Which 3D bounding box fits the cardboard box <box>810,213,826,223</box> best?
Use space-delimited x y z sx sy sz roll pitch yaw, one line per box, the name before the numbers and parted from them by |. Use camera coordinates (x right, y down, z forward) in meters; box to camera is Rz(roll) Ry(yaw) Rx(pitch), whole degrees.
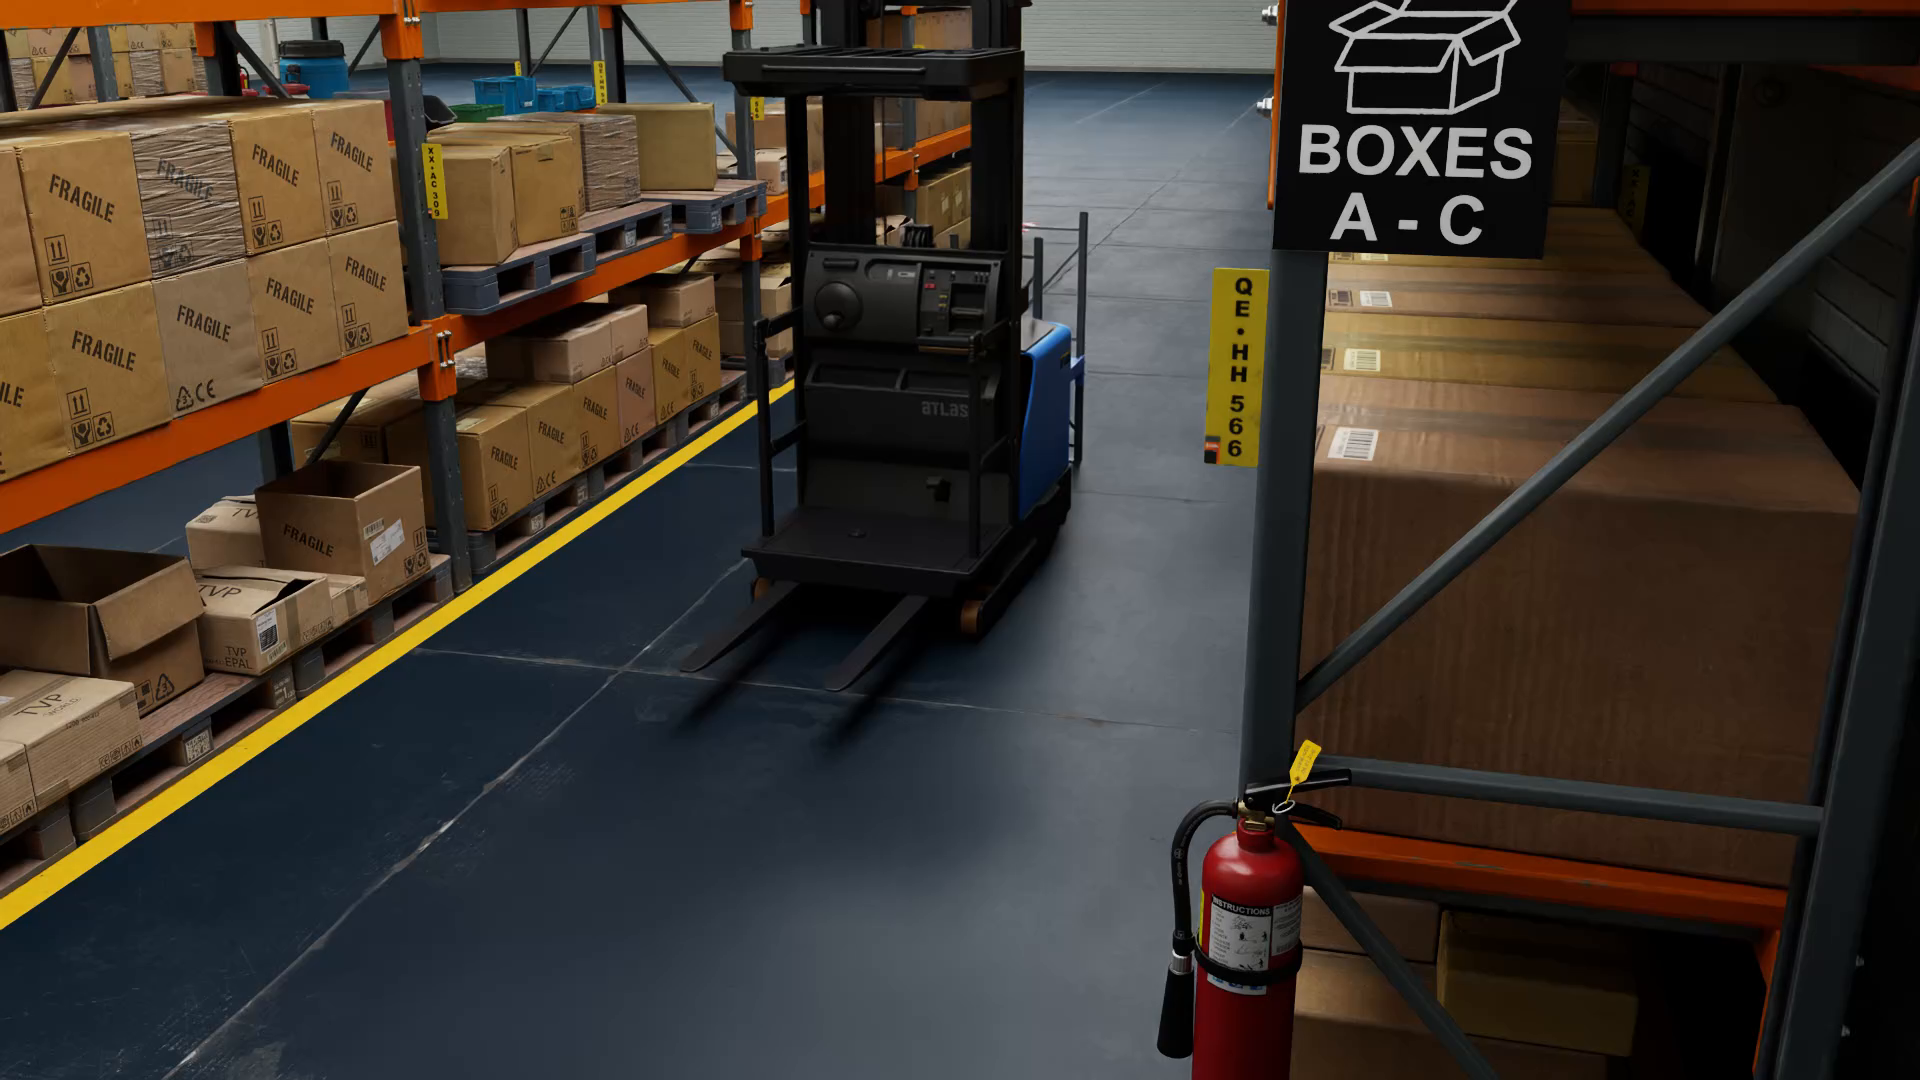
cardboard box | -1.238 -2.774 14.906 0.500 0.311 0.500 5 19 14

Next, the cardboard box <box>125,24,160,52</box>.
cardboard box | -9.659 -5.914 19.201 0.500 0.500 0.500 5 19 13

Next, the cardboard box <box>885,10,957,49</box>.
cardboard box | -0.425 -4.994 16.507 0.700 0.500 0.500 5 19 13

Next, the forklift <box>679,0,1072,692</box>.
forklift | -0.330 -1.101 7.377 1.130 2.935 3.031 6 20 16

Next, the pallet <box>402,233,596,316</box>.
pallet | -2.549 -1.365 8.340 1.003 0.211 1.213 5 19 13

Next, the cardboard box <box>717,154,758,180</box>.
cardboard box | -1.742 -2.536 11.610 0.500 0.311 0.500 6 20 17

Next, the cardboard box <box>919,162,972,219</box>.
cardboard box | -0.114 -3.565 16.928 0.500 0.500 0.500 5 19 13

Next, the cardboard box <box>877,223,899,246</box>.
cardboard box | -0.837 -2.571 14.311 0.500 0.311 0.500 5 20 15

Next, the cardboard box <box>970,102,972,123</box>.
cardboard box | -0.168 -4.712 17.688 0.700 0.500 0.500 5 20 15

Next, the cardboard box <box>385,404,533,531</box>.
cardboard box | -2.496 -0.372 8.322 0.500 0.500 0.500 4 19 11

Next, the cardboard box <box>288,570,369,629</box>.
cardboard box | -2.748 0.250 7.044 0.380 0.149 0.250 5 19 13

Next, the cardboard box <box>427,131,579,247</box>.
cardboard box | -2.411 -1.811 8.546 0.700 0.500 0.500 8 20 22

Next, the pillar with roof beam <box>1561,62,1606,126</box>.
pillar with roof beam | -0.086 -5.596 11.148 9.100 9.000 0.400 5 19 13

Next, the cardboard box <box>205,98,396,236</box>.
cardboard box | -2.723 -1.556 6.899 0.500 0.500 0.500 5 19 14

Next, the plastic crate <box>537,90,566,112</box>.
plastic crate | -4.717 -4.914 18.662 0.499 0.251 0.408 5 19 13

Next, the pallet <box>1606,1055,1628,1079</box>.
pallet | 1.097 1.493 3.991 1.003 0.211 1.213 5 19 13

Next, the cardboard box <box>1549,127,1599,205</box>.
cardboard box | 2.319 -1.500 6.632 0.500 0.250 0.500 5 20 15

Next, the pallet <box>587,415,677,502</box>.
pallet | -2.392 -0.536 9.930 1.003 0.211 1.213 5 19 13

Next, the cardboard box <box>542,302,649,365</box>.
cardboard box | -2.129 -1.197 9.578 0.500 0.250 0.500 4 19 12

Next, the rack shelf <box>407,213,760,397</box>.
rack shelf | -2.361 -1.500 9.553 1.077 0.370 4.000 5 19 13

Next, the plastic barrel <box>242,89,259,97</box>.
plastic barrel | -6.323 -3.666 14.568 0.433 0.535 0.433 0 19 0

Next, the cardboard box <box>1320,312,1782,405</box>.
cardboard box | 1.259 -0.102 3.881 0.980 0.700 0.700 5 19 13

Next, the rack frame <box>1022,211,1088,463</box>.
rack frame | 0.496 -1.203 9.891 0.500 1.500 0.032 6 20 16

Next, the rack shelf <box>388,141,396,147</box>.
rack shelf | -6.186 -3.146 14.372 1.077 0.370 4.000 5 19 13

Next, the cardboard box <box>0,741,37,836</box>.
cardboard box | -3.297 0.828 5.196 0.500 0.250 0.500 5 19 13

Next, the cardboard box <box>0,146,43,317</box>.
cardboard box | -3.216 -0.920 5.038 0.500 0.500 0.500 5 19 14

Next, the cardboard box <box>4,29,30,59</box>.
cardboard box | -10.144 -5.287 17.364 0.500 0.500 0.500 5 19 13

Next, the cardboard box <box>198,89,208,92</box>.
cardboard box | -9.455 -5.456 20.409 0.380 0.149 0.250 5 19 13

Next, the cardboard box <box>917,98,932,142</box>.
cardboard box | -0.671 -4.074 15.820 0.700 0.500 0.500 4 19 13

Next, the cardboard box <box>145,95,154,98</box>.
cardboard box | -9.682 -5.141 19.487 0.380 0.149 0.250 5 19 13

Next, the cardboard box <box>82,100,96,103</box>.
cardboard box | -9.875 -4.823 18.557 0.380 0.149 0.250 5 19 13

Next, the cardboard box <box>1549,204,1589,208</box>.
cardboard box | 2.311 -1.146 6.756 0.500 0.500 0.500 4 19 12

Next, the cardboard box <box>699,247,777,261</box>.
cardboard box | -1.737 -2.136 13.036 0.500 0.311 0.500 5 19 13

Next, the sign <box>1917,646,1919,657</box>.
sign | 1.514 0.028 2.502 0.100 0.325 0.005 5 19 13

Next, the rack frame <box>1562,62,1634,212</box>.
rack frame | 1.954 -0.824 6.459 1.000 3.000 0.127 5 19 13

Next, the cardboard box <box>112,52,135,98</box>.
cardboard box | -9.988 -5.301 18.953 0.875 0.500 0.500 5 19 13

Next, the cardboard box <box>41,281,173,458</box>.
cardboard box | -3.093 -0.602 5.653 0.500 0.500 0.500 5 19 14

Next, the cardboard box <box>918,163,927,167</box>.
cardboard box | -0.634 -3.607 17.052 0.500 0.500 0.500 5 19 13

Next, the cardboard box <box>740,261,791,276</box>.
cardboard box | -1.340 -1.937 12.454 0.500 0.311 0.500 4 19 12

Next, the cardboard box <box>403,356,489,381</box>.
cardboard box | -2.756 -0.728 9.365 0.500 0.500 0.500 5 19 14

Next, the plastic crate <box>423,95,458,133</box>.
plastic crate | -5.447 -4.238 16.552 0.767 0.338 0.504 5 19 13

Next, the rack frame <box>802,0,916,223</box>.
rack frame | -0.896 -3.721 14.942 1.000 3.000 0.127 5 19 13

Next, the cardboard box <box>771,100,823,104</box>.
cardboard box | -1.228 -3.364 13.742 0.500 0.500 0.500 6 20 17

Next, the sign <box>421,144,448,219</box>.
sign | -2.322 -1.583 7.343 0.100 0.325 0.005 5 19 13

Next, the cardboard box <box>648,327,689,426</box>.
cardboard box | -2.000 -1.019 10.217 0.500 0.500 0.500 4 19 11

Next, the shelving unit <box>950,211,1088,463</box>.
shelving unit | 0.344 -1.047 9.432 0.538 1.500 1.048 6 20 16

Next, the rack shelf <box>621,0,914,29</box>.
rack shelf | -1.384 -4.174 12.738 1.077 0.370 4.000 5 19 13

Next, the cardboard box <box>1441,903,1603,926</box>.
cardboard box | 1.337 0.776 3.989 0.380 0.149 0.250 5 19 14

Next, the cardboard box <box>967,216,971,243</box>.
cardboard box | -0.118 -3.210 17.050 0.500 0.250 0.500 5 19 13

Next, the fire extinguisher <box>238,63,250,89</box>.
fire extinguisher | -9.049 -5.722 20.918 0.296 0.674 0.183 5 19 13
